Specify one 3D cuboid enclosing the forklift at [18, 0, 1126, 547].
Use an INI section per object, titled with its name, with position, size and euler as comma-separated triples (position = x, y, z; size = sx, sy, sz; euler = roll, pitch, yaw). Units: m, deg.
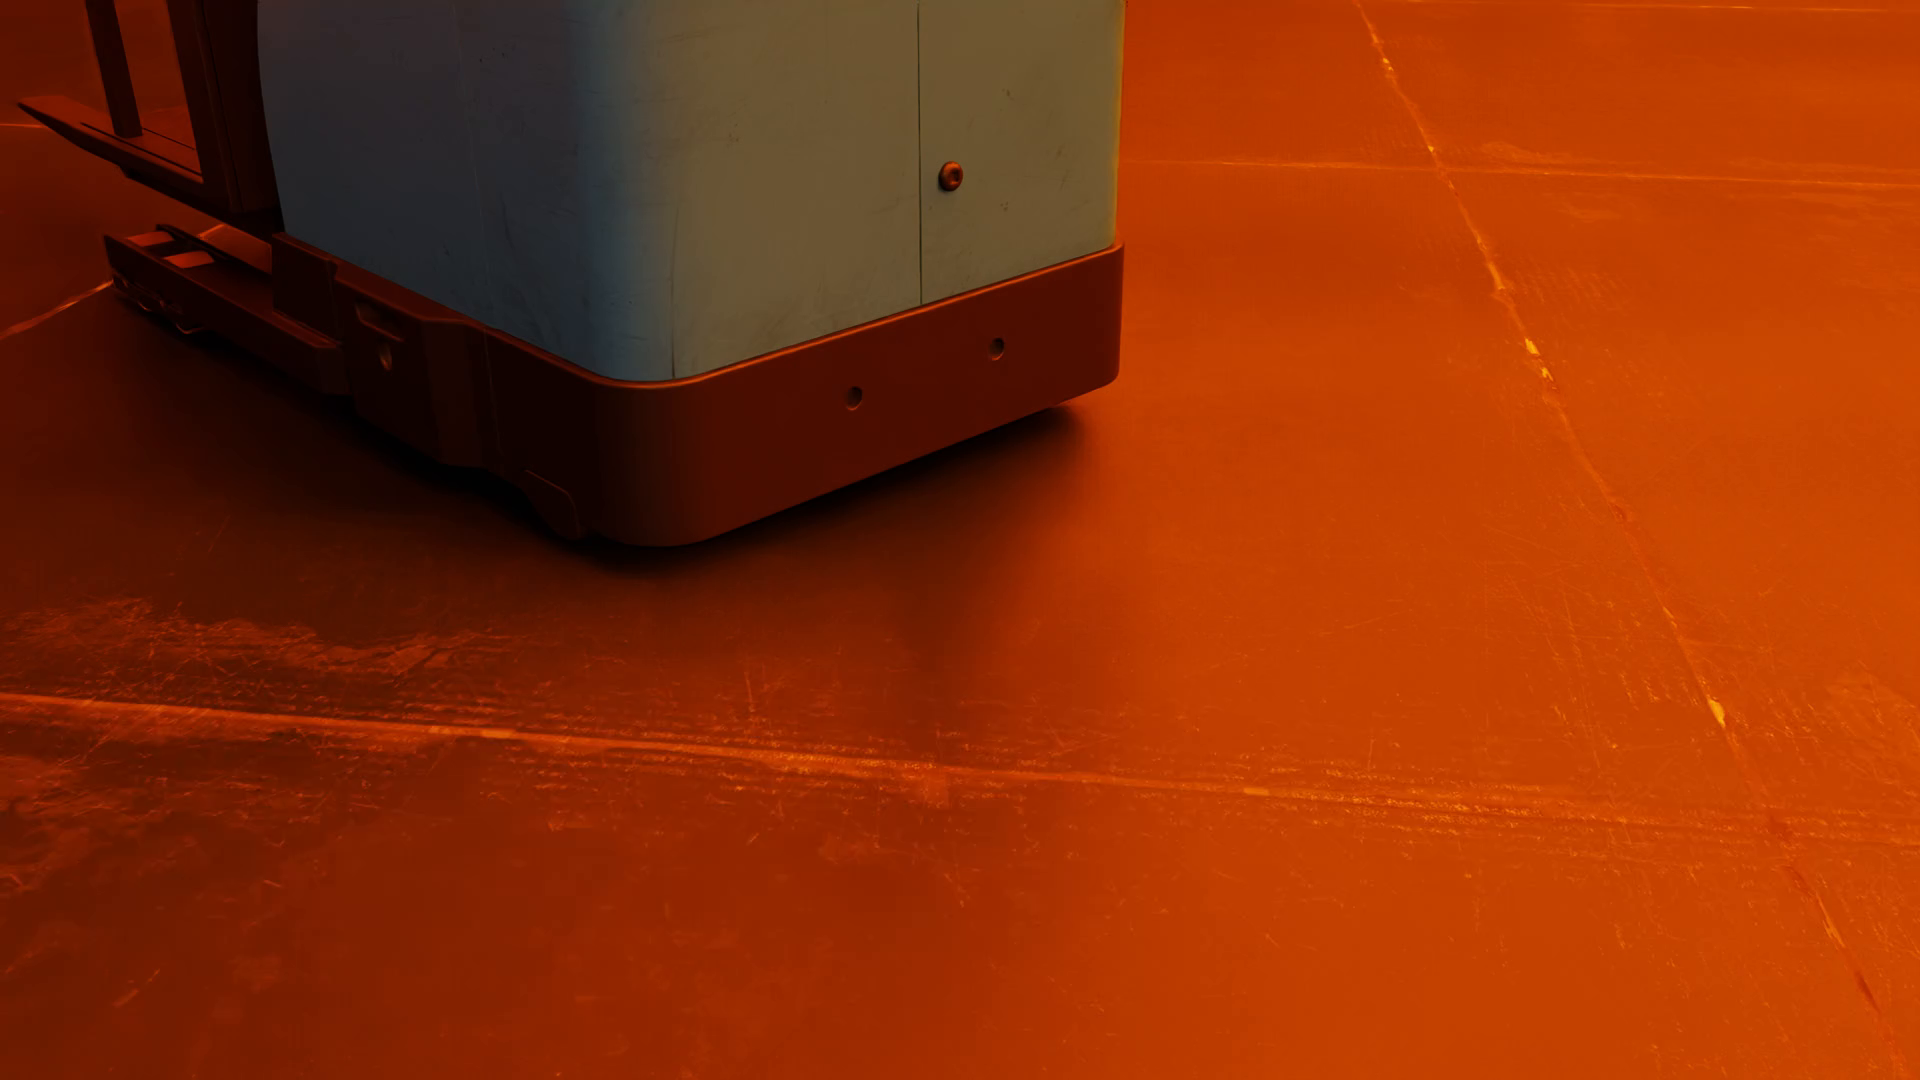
[forklift]
position = -1.111, -1.863, 2.950
size = 1.130, 2.935, 3.031
euler = -24, 35, -39
